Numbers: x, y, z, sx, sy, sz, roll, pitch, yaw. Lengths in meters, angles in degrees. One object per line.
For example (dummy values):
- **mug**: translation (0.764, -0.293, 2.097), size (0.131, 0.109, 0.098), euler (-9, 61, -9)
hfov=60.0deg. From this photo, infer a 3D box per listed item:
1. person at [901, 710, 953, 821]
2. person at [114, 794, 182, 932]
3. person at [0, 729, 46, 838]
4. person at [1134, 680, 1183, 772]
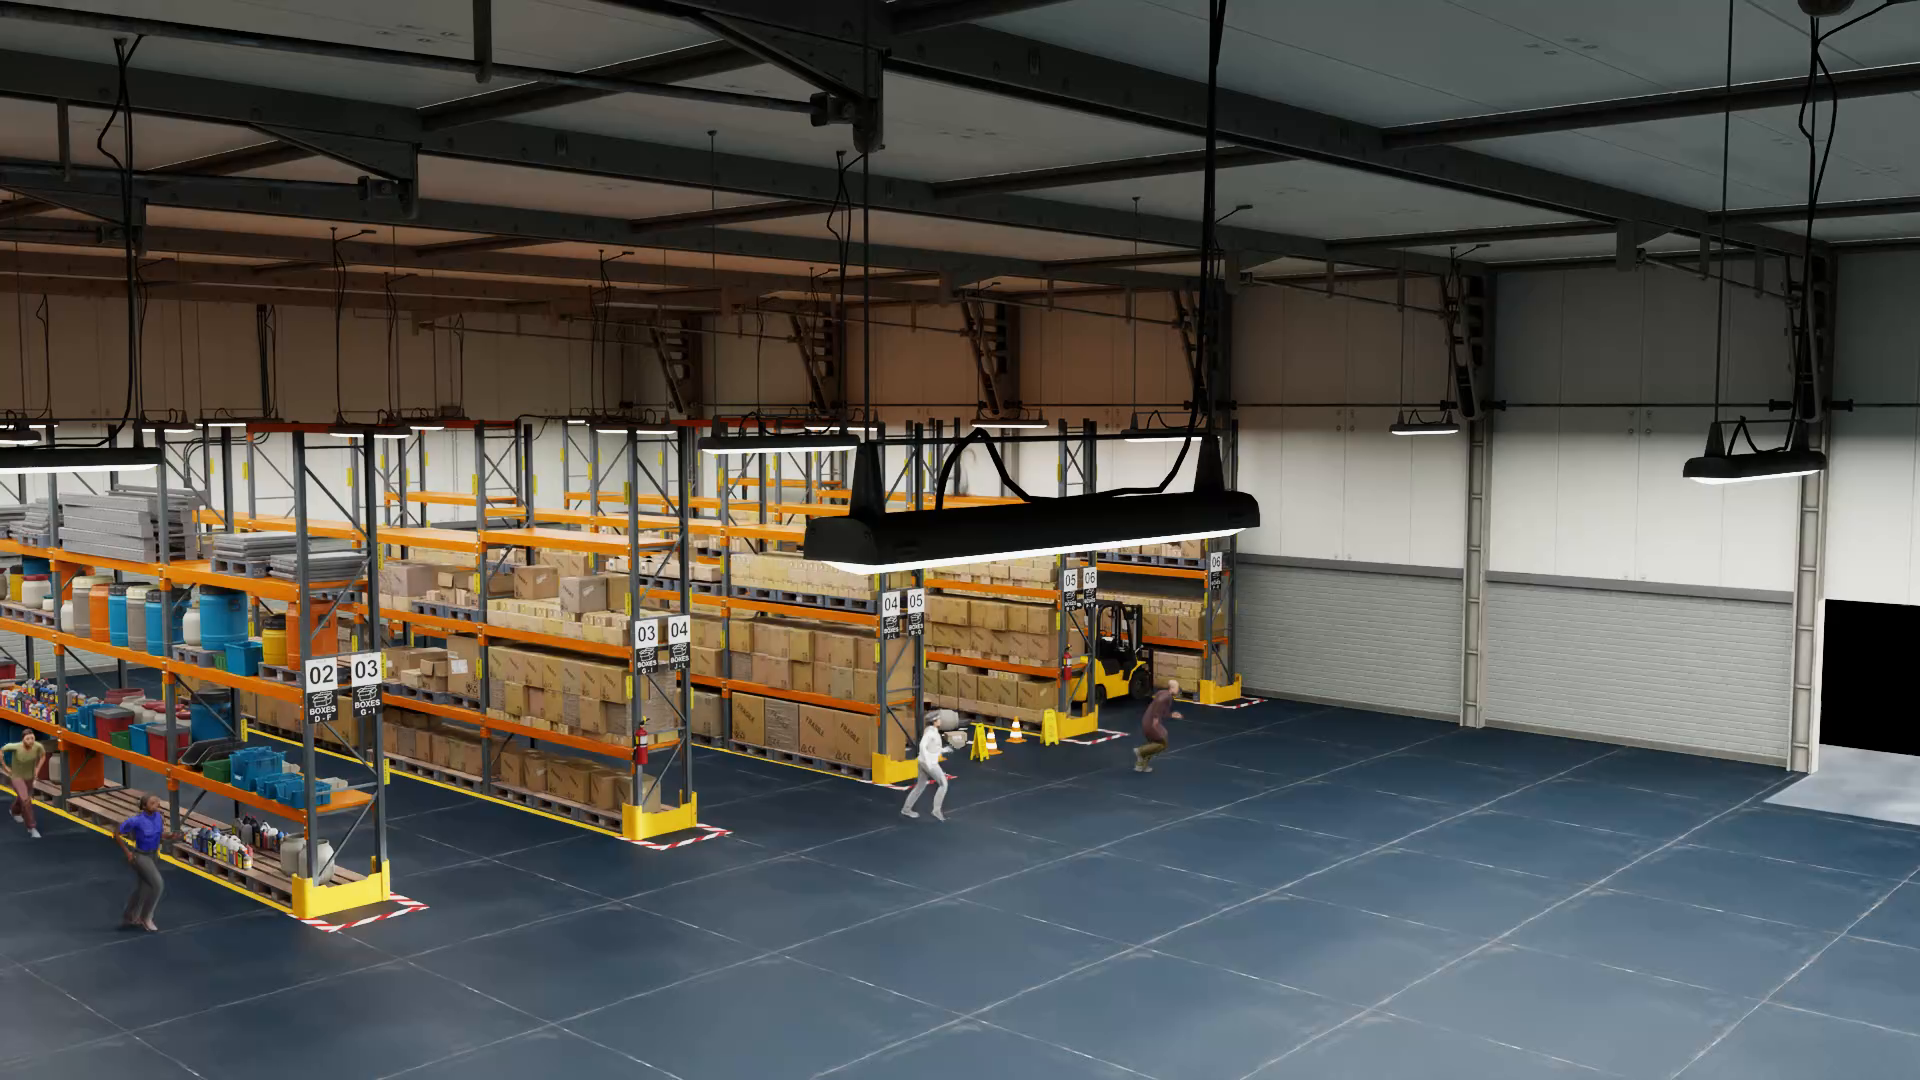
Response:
- **person**: translation (-0.476, 3.449, 25.291), size (0.819, 1.733, 0.546), euler (-2, 5, -19)
- **person**: translation (-9.792, 3.890, 20.041), size (0.761, 1.690, 0.576), euler (1, 5, 9)
- **person**: translation (-13.869, 3.547, 24.571), size (0.615, 1.625, 1.003), euler (-5, 7, -44)
- **person**: translation (3.419, 3.208, 28.575), size (0.867, 1.599, 0.736), euler (0, 5, -5)
